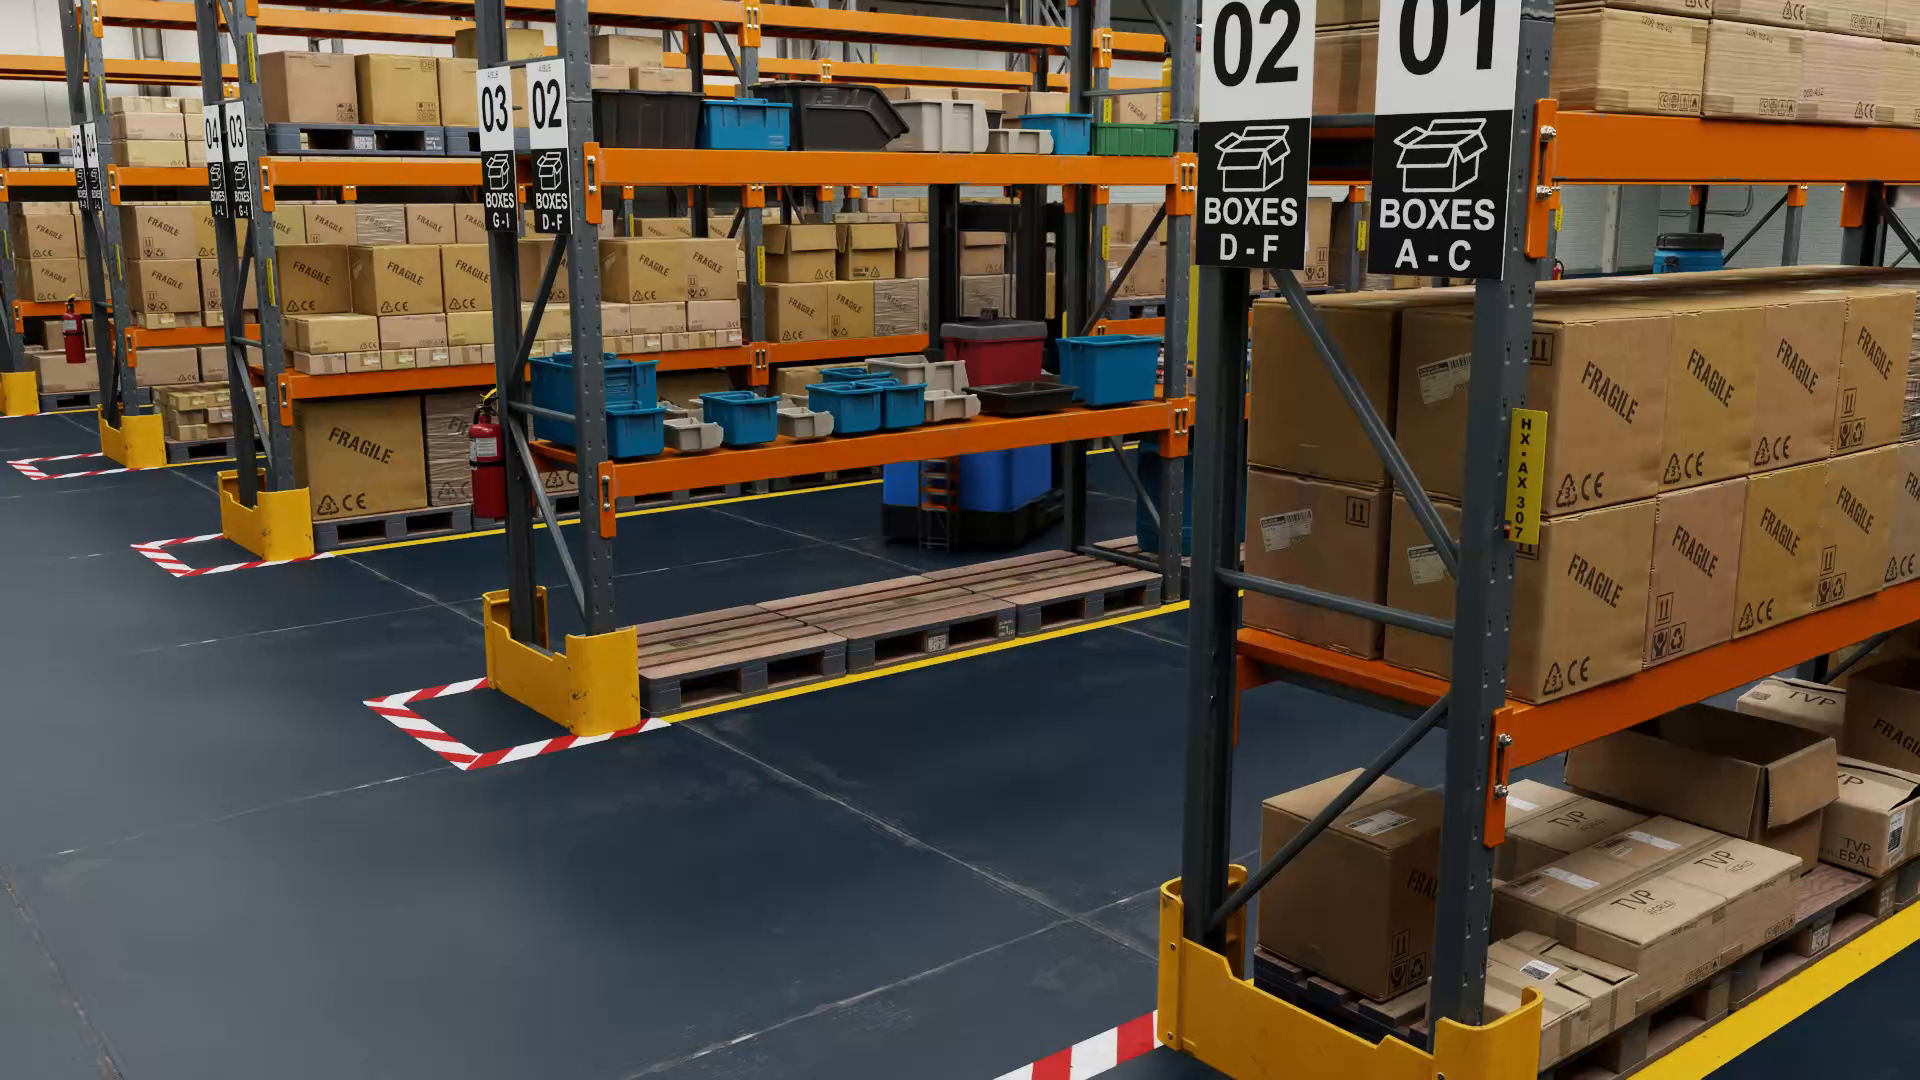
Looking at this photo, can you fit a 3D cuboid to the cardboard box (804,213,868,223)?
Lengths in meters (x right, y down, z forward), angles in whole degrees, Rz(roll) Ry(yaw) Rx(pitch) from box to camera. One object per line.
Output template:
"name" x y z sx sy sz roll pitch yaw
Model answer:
"cardboard box" -1.567 -3.877 21.016 0.500 0.500 0.700 -10 15 -38

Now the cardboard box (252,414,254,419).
"cardboard box" -7.216 -1.299 16.662 0.250 0.149 0.380 -9 15 -37

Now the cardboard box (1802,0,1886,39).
"cardboard box" 2.380 -1.612 4.933 0.500 0.250 0.500 -9 15 -38

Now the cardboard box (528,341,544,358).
"cardboard box" -3.467 -1.496 13.056 0.250 0.149 0.380 -10 16 -39

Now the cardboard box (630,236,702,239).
"cardboard box" -2.561 -2.364 14.378 0.500 0.500 0.500 -9 15 -38

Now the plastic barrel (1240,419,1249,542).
"plastic barrel" 2.055 -0.481 11.712 0.708 0.901 0.600 -9 15 -38

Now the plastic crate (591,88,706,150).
"plastic crate" -1.582 -2.031 8.065 0.590 0.269 0.497 -9 15 -38

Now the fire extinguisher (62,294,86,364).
"fire extinguisher" -8.656 -2.066 16.220 0.183 0.674 0.296 -9 15 -38

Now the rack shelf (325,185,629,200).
"rack shelf" -6.657 -4.928 23.123 4.000 0.370 1.077 -9 15 -38

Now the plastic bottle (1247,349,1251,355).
"plastic bottle" 1.952 -1.127 11.014 0.135 0.276 0.152 -9 15 -38

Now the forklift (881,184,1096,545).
"forklift" 0.388 -1.658 13.380 1.130 2.935 3.031 4 13 19

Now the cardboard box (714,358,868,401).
"cardboard box" -1.540 -1.198 15.152 0.875 0.875 1.225 -9 15 -37

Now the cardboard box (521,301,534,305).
"cardboard box" -3.741 -1.804 13.550 0.500 0.250 0.500 -9 15 -38

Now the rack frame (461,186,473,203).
"rack frame" -8.199 -4.876 28.372 0.127 3.000 1.000 -9 15 -38

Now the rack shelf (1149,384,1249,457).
"rack shelf" 2.628 -1.050 12.082 4.000 0.370 1.077 -9 15 -38

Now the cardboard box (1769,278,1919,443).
"cardboard box" 3.133 -0.636 5.756 0.500 0.500 0.500 -9 15 -37

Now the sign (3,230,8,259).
"sign" -11.000 -3.405 19.168 0.005 0.325 0.100 -9 15 -38

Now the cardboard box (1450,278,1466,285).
"cardboard box" 5.765 -3.425 20.579 0.500 0.500 0.875 -9 15 -38

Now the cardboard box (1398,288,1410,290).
"cardboard box" 5.146 -2.941 19.862 0.250 0.149 0.380 -9 15 -38

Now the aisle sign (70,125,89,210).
"aisle sign" -8.415 -3.555 15.889 0.004 0.787 0.394 -9 15 -38

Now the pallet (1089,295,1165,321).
"pallet" 1.586 -2.480 17.550 1.003 0.211 1.213 -9 15 -38

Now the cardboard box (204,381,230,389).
"cardboard box" -7.561 -1.533 17.047 0.250 0.149 0.380 -10 15 -39

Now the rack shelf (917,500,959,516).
"rack shelf" -0.158 -0.218 12.135 0.258 0.103 0.180 4 13 19

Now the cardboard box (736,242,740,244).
"cardboard box" -2.808 -3.561 20.337 0.250 0.149 0.380 -10 15 -38

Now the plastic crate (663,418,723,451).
"plastic crate" -1.356 -0.530 8.394 0.298 0.136 0.250 -9 15 -38

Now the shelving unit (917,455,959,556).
"shelving unit" -0.158 -0.496 12.076 0.258 1.200 0.189 4 13 19

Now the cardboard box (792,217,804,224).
"cardboard box" -2.575 -4.829 26.180 0.500 0.500 0.500 -9 15 -37

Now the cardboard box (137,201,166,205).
"cardboard box" -9.869 -4.056 20.299 0.250 0.149 0.380 -9 15 -37

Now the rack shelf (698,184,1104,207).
"rack shelf" -0.466 -3.320 15.554 4.000 0.370 1.077 -9 15 -38

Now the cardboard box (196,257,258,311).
"cardboard box" -7.245 -2.525 16.343 0.500 0.500 0.500 -9 15 -38

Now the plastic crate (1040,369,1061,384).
"plastic crate" 0.614 -1.005 10.631 0.243 0.136 0.396 -9 15 -38

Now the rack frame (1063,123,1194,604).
"rack frame" 1.067 -1.142 10.785 0.127 3.000 1.000 -9 15 -38

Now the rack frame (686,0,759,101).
"rack frame" -2.028 -4.880 13.945 0.127 3.000 1.000 -9 15 -38

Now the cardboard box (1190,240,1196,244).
"cardboard box" 3.130 -4.211 24.876 0.550 0.550 0.875 -9 15 -38

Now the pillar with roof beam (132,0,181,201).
"pillar with roof beam" -9.740 -6.649 22.279 0.400 9.000 9.100 -9 15 -38

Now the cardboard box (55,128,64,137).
"cardboard box" -13.150 -5.769 23.797 0.500 0.250 0.500 -10 15 -39

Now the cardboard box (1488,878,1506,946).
"cardboard box" 1.678 1.203 5.503 0.250 0.166 0.380 -9 15 -38

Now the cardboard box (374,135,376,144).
"cardboard box" -6.067 -4.166 16.964 0.500 0.250 0.500 -9 15 -35

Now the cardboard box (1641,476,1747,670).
"cardboard box" 1.945 0.049 4.934 0.500 0.500 0.500 -10 15 -38

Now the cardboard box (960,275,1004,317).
"cardboard box" 0.069 -2.277 15.892 0.500 0.500 0.500 -10 16 -39

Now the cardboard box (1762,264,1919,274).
"cardboard box" 3.614 -0.861 6.812 0.500 0.500 0.500 -9 15 -36

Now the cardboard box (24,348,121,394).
"cardboard box" -10.889 -2.088 20.396 0.875 0.438 0.875 -10 16 -40

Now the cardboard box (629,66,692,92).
"cardboard box" -2.601 -3.605 13.668 0.500 0.500 0.700 -11 16 -41

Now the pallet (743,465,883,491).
"pallet" -1.472 -0.694 15.387 1.213 0.211 1.003 -9 15 -38

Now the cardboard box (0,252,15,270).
"cardboard box" -13.529 -3.991 23.847 0.500 0.250 0.500 -9 15 -37

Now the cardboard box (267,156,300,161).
"cardboard box" -6.852 -3.791 16.401 0.500 0.250 0.500 -10 16 -39

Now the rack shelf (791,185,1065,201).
"rack shelf" -0.362 -4.657 21.848 4.000 0.370 1.077 -9 15 -38

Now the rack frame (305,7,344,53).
"rack frame" -8.218 -6.487 21.515 0.127 3.000 1.000 -9 15 -38

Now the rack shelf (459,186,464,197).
"rack shelf" -9.760 -5.732 26.913 4.000 0.370 1.077 -9 15 -38

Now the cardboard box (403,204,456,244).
"cardboard box" -5.646 -3.274 17.460 0.500 0.500 0.500 -10 16 -39

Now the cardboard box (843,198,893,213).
"cardboard box" -1.493 -5.296 26.985 0.500 0.500 0.700 -10 15 -38

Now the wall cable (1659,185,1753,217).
"wall cable" 23.494 -11.446 52.345 0.112 2.526 3.097 -9 15 -38

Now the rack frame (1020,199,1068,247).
"rack frame" 1.200 -3.801 23.308 0.127 3.000 1.000 -9 15 -38

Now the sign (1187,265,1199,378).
"sign" 0.704 -0.633 4.838 0.005 0.325 0.100 -9 15 -38

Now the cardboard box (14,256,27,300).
"cardboard box" -11.131 -3.188 20.180 0.500 0.500 0.500 -9 15 -37

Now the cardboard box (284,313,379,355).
"cardboard box" -4.608 -1.517 12.196 0.500 0.250 0.500 -10 16 -39
